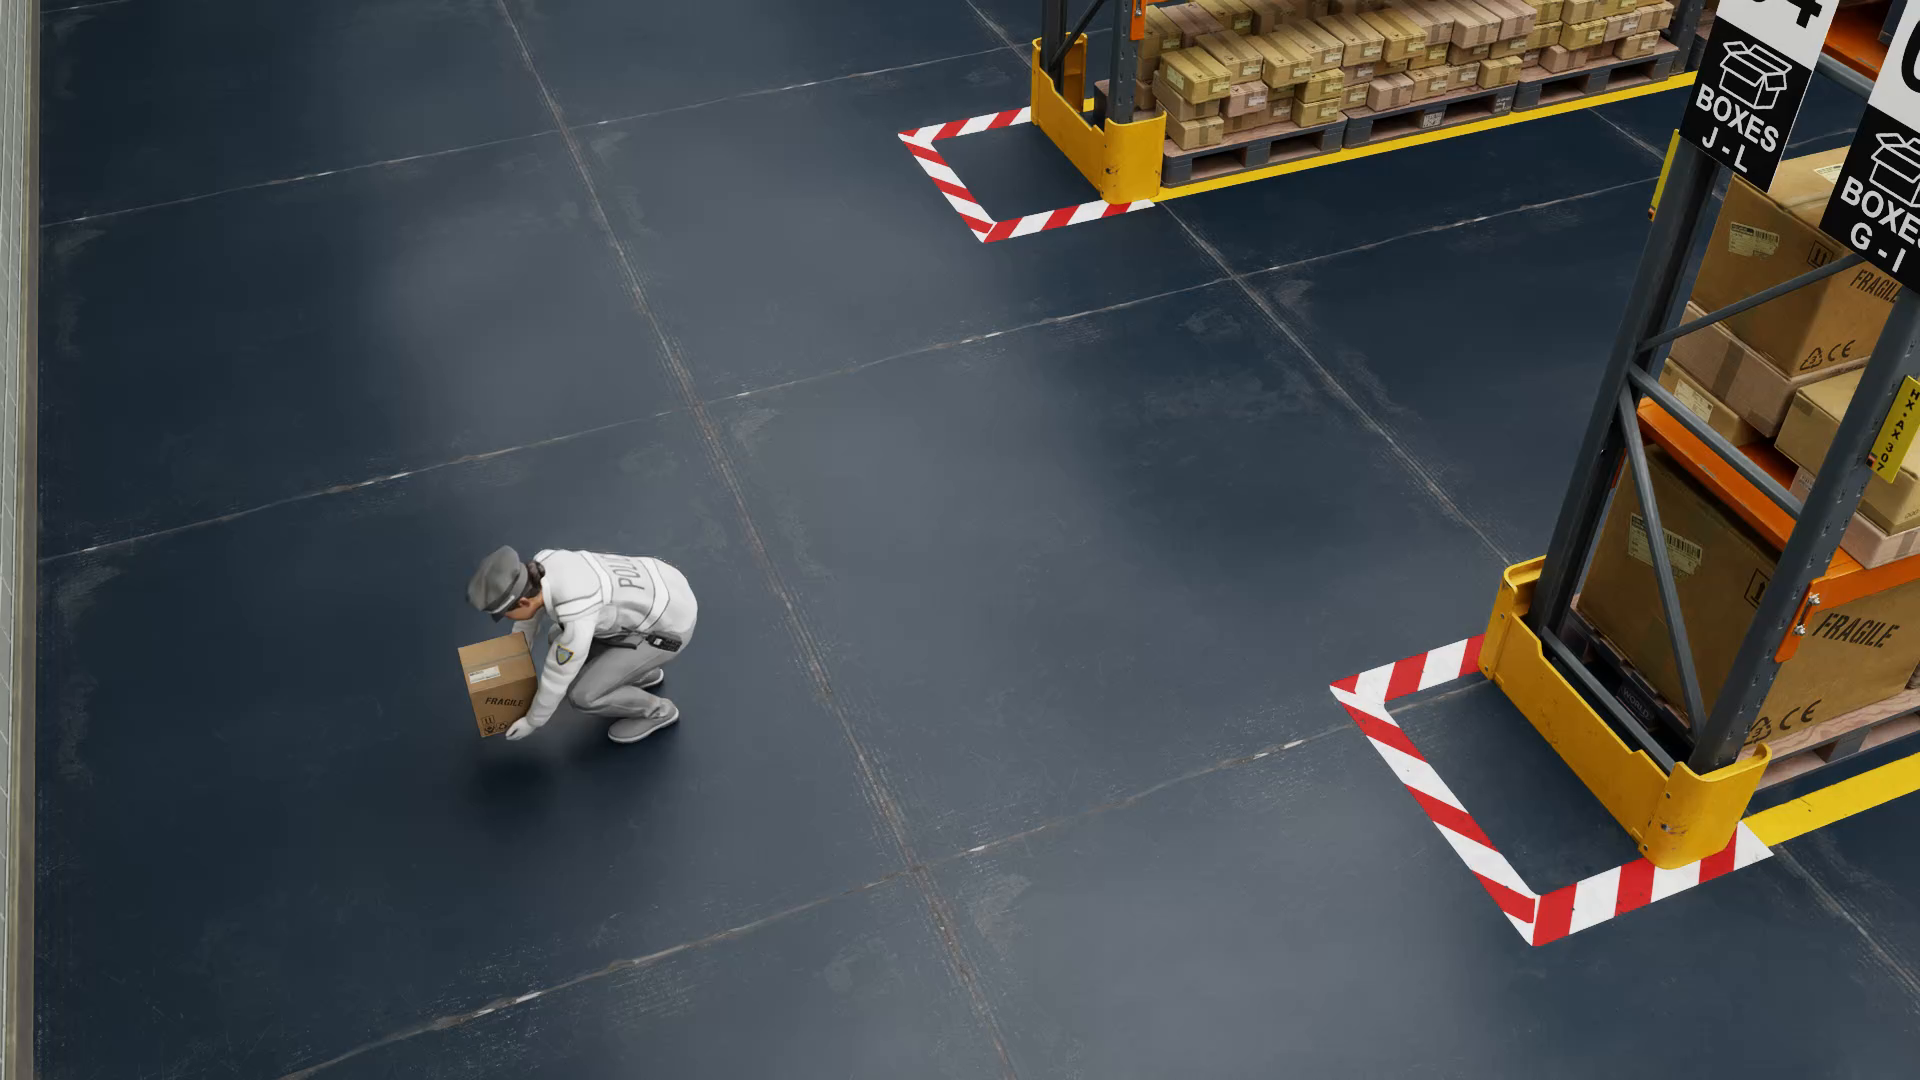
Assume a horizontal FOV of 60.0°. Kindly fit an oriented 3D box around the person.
[{"bbox_3d":[-1.396,0.352,6.286,0.818,0.980,0.491,-16,44,-17],"label":"person"}]
